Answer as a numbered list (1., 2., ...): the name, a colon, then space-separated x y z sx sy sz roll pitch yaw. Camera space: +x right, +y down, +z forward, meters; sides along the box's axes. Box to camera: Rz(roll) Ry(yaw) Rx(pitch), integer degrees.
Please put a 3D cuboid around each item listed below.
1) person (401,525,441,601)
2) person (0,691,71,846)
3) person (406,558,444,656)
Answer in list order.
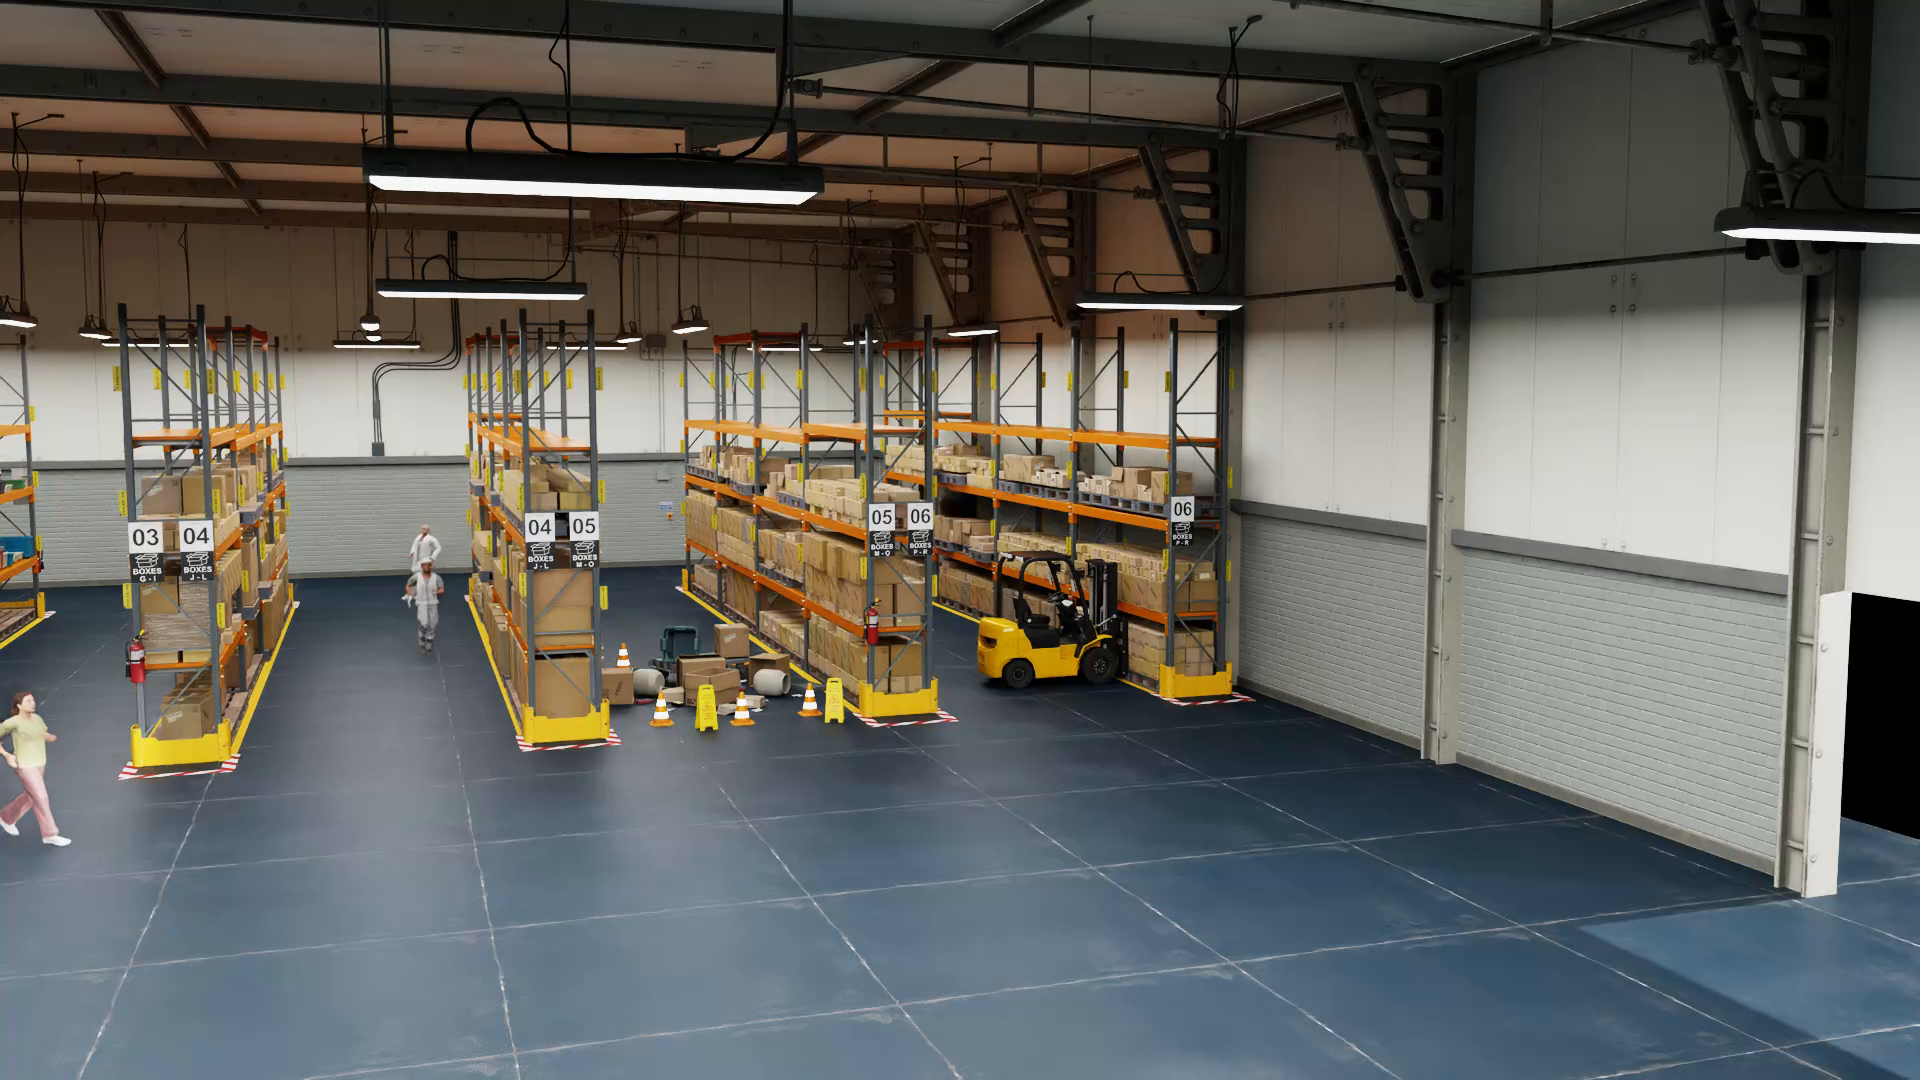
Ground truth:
1. person: -12.346 0.507 38.247 0.774 1.725 0.972 3 6 28
2. person: -10.053 2.446 17.951 0.969 1.655 0.574 1 6 10
3. person: -9.770 1.221 30.484 0.641 1.785 0.701 -3 6 -28
